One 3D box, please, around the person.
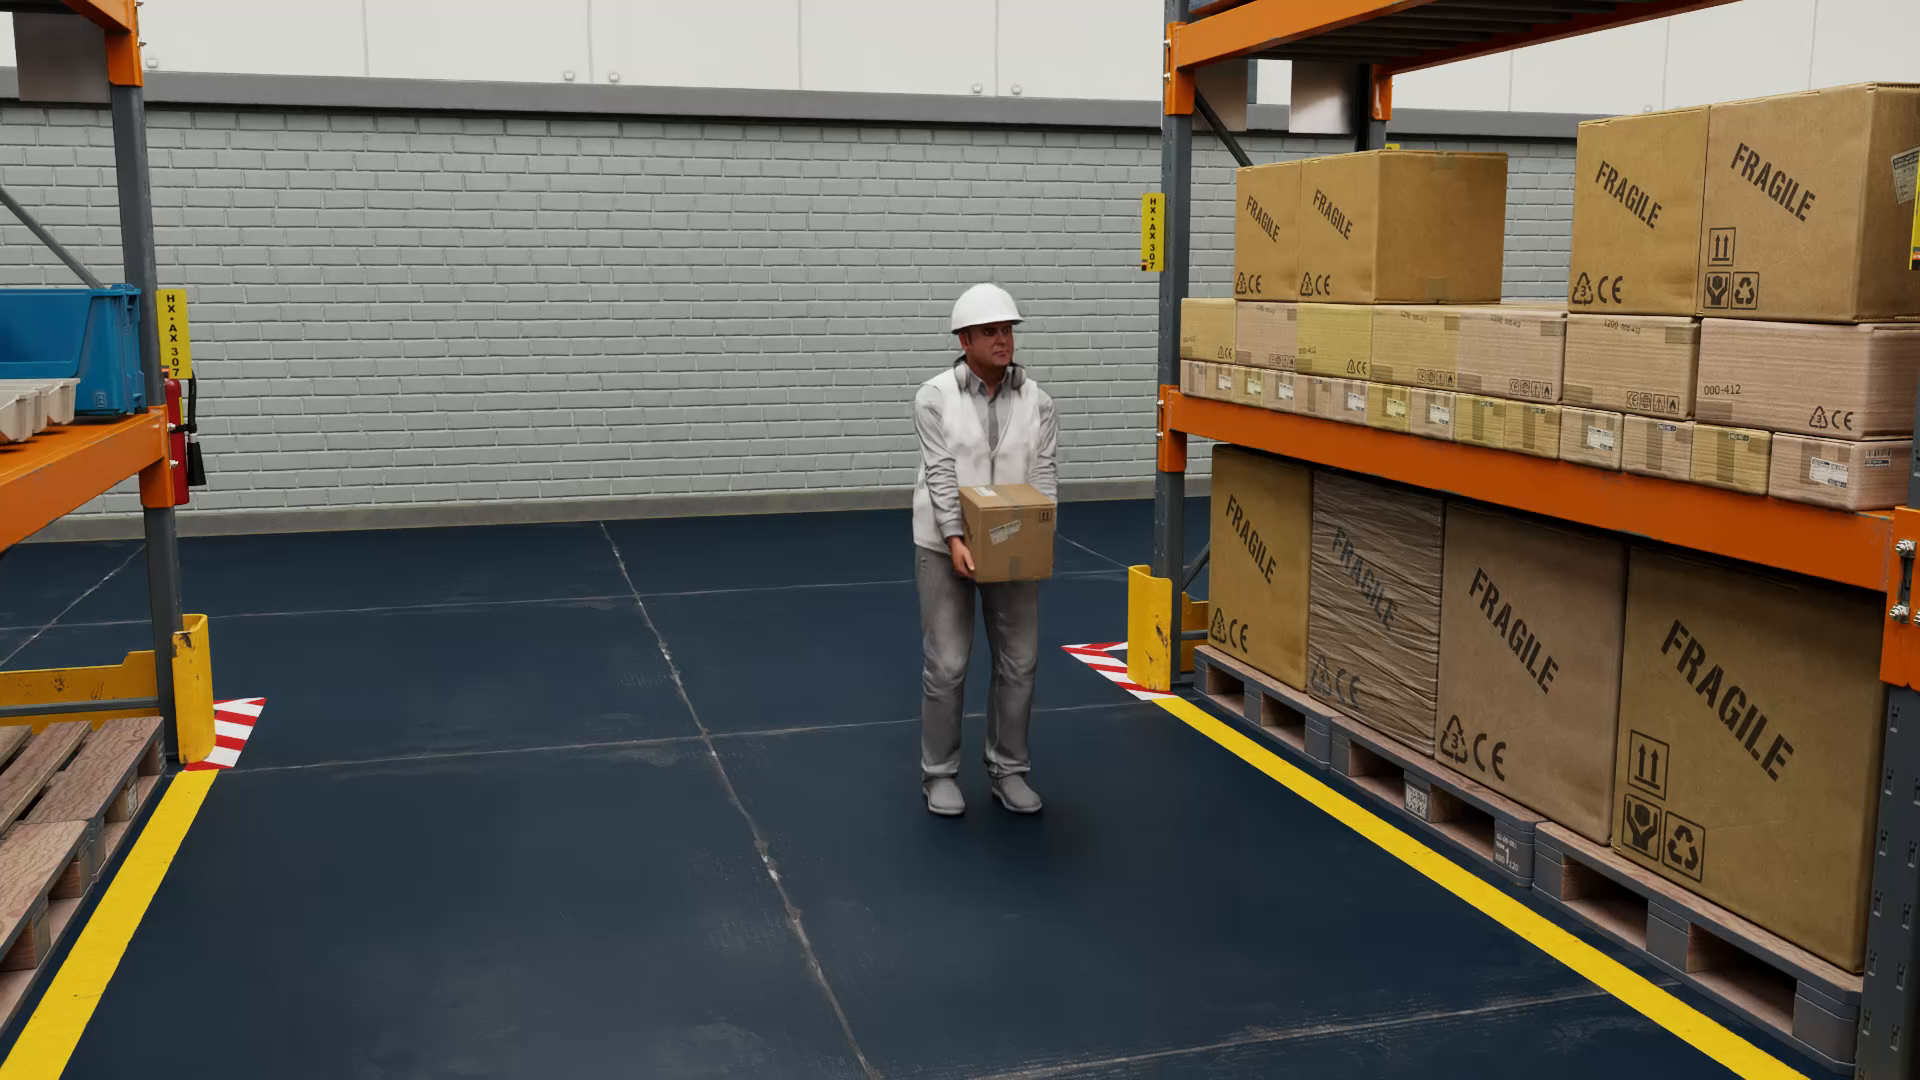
[{"bbox_3d":[0.102,0.040,5.561,0.494,1.772,0.557,-3,10,-17],"label":"person"}]
